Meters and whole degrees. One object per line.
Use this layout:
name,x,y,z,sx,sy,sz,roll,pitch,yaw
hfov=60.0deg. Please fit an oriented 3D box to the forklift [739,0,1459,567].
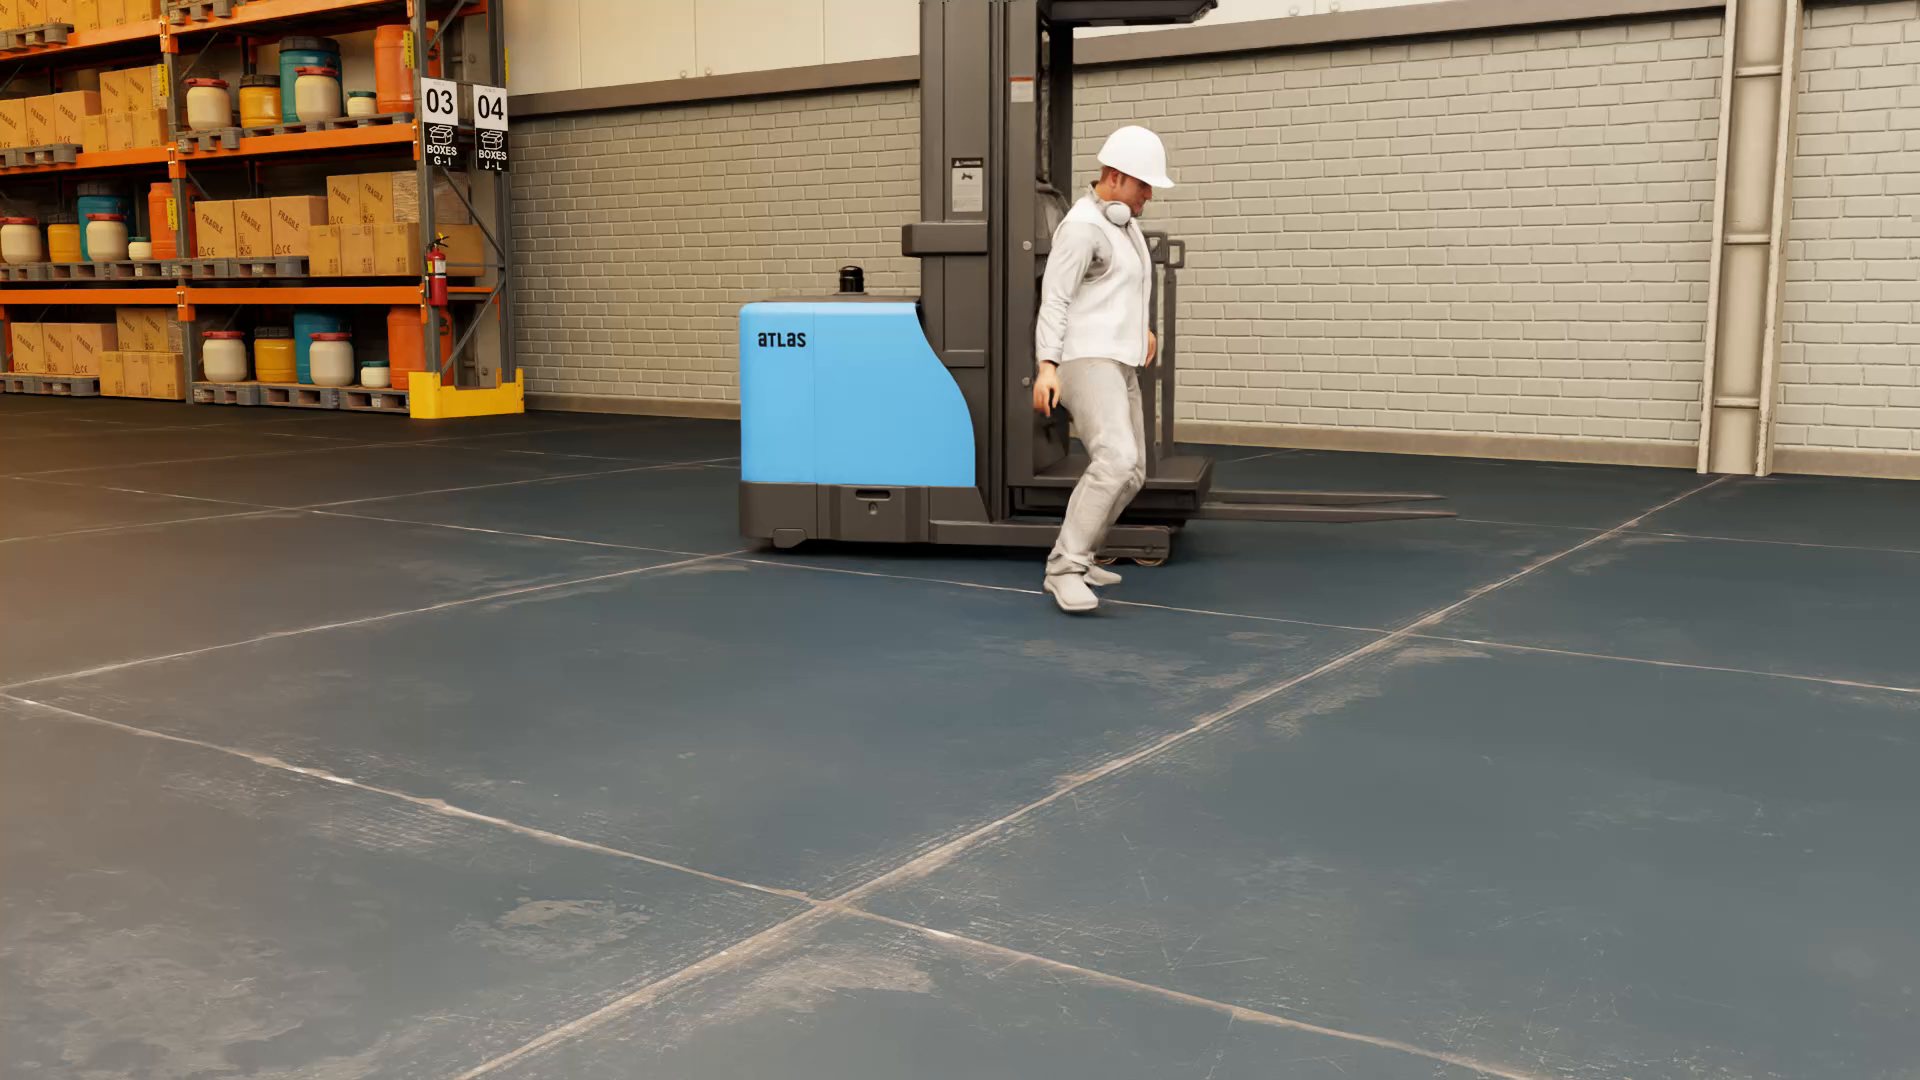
forklift,0.609,-1.422,7.192,3.031,2.935,1.130,2,8,12

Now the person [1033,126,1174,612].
person,0.534,-0.631,6.088,0.502,1.711,1.072,3,9,20
